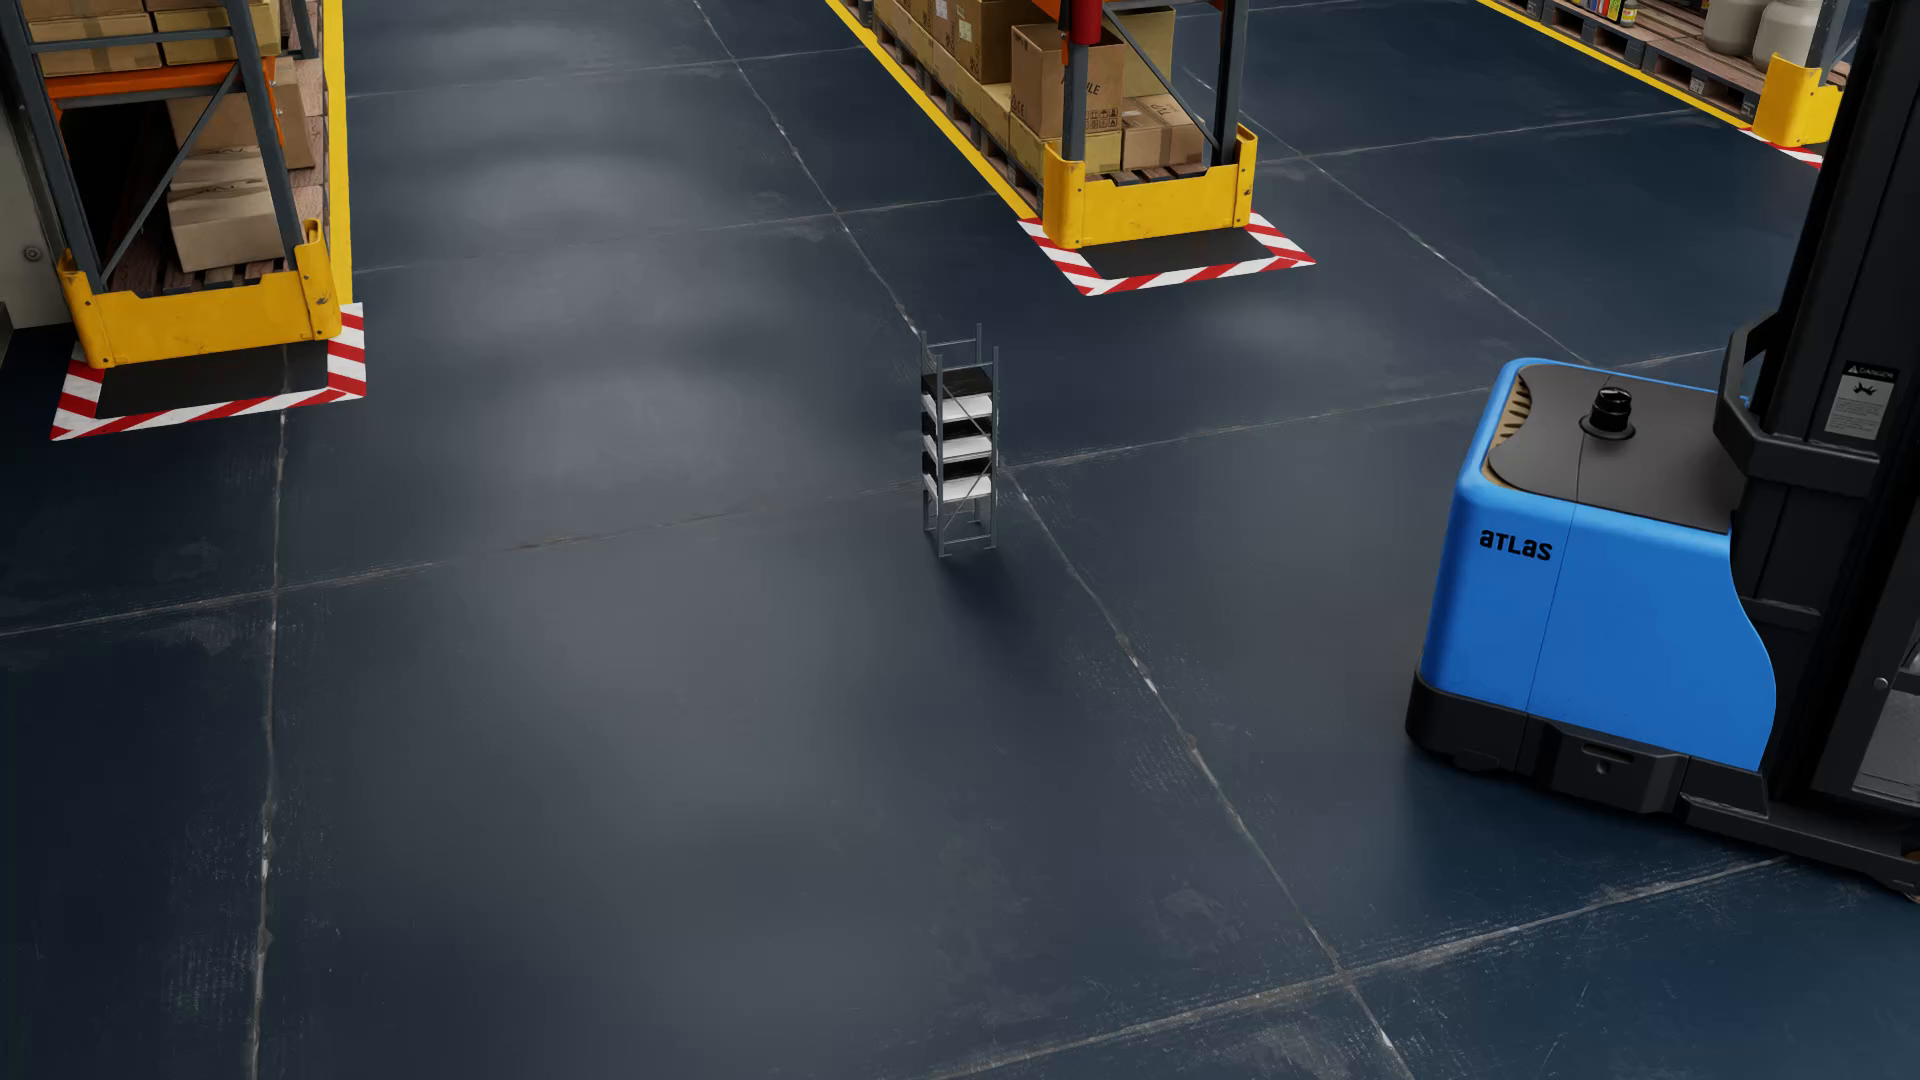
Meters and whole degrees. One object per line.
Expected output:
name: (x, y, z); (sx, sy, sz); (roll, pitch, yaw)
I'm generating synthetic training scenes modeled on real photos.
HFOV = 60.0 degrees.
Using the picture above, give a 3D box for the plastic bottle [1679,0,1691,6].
plastic bottle: (5.409, -4.109, 12.323); (0.097, 0.271, 0.097); (0, 33, 0)

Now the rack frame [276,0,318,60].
rack frame: (-4.885, -4.314, 10.557); (1.000, 3.000, 0.127); (-10, 35, -15)

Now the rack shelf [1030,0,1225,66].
rack shelf: (0.441, -3.798, 10.430); (1.077, 0.370, 4.000); (-10, 35, -15)

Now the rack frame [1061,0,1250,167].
rack frame: (1.051, -3.048, 8.642); (1.000, 3.000, 0.127); (-10, 35, -15)

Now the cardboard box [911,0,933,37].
cardboard box: (-0.020, -3.668, 11.014); (0.500, 0.500, 0.500); (-10, 35, -15)

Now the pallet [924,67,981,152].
pallet: (0.410, -2.919, 10.976); (1.003, 0.211, 1.213); (-10, 35, -15)

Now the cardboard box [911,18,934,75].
cardboard box: (-0.021, -3.355, 11.220); (0.500, 0.250, 0.500); (-10, 35, -15)

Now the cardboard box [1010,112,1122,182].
cardboard box: (0.606, -2.308, 9.636); (0.500, 0.250, 0.500); (-10, 35, -15)

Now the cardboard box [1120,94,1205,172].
cardboard box: (1.100, -2.395, 9.767); (0.500, 0.250, 0.500); (-10, 35, -15)

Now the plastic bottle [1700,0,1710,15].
plastic bottle: (5.482, -3.954, 12.152); (0.097, 0.201, 0.097); (0, 33, 0)

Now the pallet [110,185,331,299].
pallet: (-3.902, -1.522, 8.862); (1.003, 0.211, 1.213); (-10, 35, -15)

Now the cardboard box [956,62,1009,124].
cardboard box: (0.288, -2.831, 10.427); (0.500, 0.250, 0.500); (-10, 35, -15)

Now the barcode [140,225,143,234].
barcode: (-4.177, -1.600, 8.482); (0.001, 0.075, 0.075); (-10, 35, -15)

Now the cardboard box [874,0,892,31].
cardboard box: (-0.316, -3.882, 12.017); (0.500, 0.250, 0.500); (-10, 35, -15)

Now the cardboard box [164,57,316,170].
cardboard box: (-4.141, -2.425, 9.568); (0.700, 0.500, 0.500); (-12, 35, -18)

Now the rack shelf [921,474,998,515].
rack shelf: (-0.002, -0.202, 6.626); (0.258, 0.077, 0.200); (-10, 35, -15)

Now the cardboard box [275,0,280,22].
cardboard box: (-3.684, -2.739, 8.292); (0.500, 0.250, 0.500); (-11, 35, -16)

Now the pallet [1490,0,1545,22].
pallet: (4.715, -4.457, 13.303); (1.003, 0.211, 1.213); (-10, 35, -15)

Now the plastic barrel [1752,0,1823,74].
plastic barrel: (5.496, -3.349, 10.974); (0.421, 0.512, 0.421); (0, 33, 0)

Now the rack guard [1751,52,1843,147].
rack guard: (5.702, -2.869, 10.638); (1.175, 0.500, 0.348); (-10, 35, -15)

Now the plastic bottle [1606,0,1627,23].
plastic bottle: (4.739, -3.879, 11.964); (0.061, 0.283, 0.133); (-9, 35, -14)

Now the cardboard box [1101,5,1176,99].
cardboard box: (0.945, -2.970, 9.957); (0.500, 0.500, 0.500); (-10, 35, -15)

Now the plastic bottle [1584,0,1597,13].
plastic bottle: (4.699, -4.027, 12.195); (0.152, 0.276, 0.135); (-11, 35, -16)

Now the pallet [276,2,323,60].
pallet: (-5.124, -3.559, 11.944); (1.003, 0.211, 1.213); (-10, 35, -15)

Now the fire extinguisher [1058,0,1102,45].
fire extinguisher: (0.645, -2.876, 8.452); (0.296, 0.674, 0.183); (-10, 35, -15)

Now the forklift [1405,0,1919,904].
forklift: (3.072, -0.402, 4.700); (3.031, 2.935, 1.130); (14, 36, 20)

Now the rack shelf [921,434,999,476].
rack shelf: (-0.002, -0.352, 6.527); (0.258, 0.077, 0.200); (-10, 35, -15)

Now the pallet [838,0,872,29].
pallet: (-0.431, -4.365, 13.165); (1.003, 0.211, 1.213); (-10, 35, -15)

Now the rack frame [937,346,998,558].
rack frame: (0.029, -0.326, 6.428); (0.240, 0.900, 0.006); (-10, 35, -15)

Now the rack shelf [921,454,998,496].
rack shelf: (-0.002, -0.277, 6.576); (0.258, 0.077, 0.200); (-10, 35, -15)

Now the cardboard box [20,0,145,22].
cardboard box: (-4.011, -2.684, 7.528); (0.500, 0.500, 0.500); (-10, 35, -15)

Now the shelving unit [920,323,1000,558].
shelving unit: (-0.002, -0.380, 6.508); (0.258, 0.900, 0.210); (-10, 35, -15)

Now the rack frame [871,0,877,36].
rack frame: (-0.169, -5.149, 11.821); (1.000, 3.000, 0.127); (-10, 35, -15)

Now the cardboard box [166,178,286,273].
cardboard box: (-3.790, -1.654, 8.571); (0.500, 0.311, 0.500); (-14, 36, -20)

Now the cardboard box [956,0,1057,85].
cardboard box: (0.285, -3.143, 10.219); (0.500, 0.500, 0.500); (-10, 35, -15)

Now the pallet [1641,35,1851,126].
pallet: (5.459, -3.175, 11.364); (1.003, 0.211, 1.213); (-10, 35, -15)
